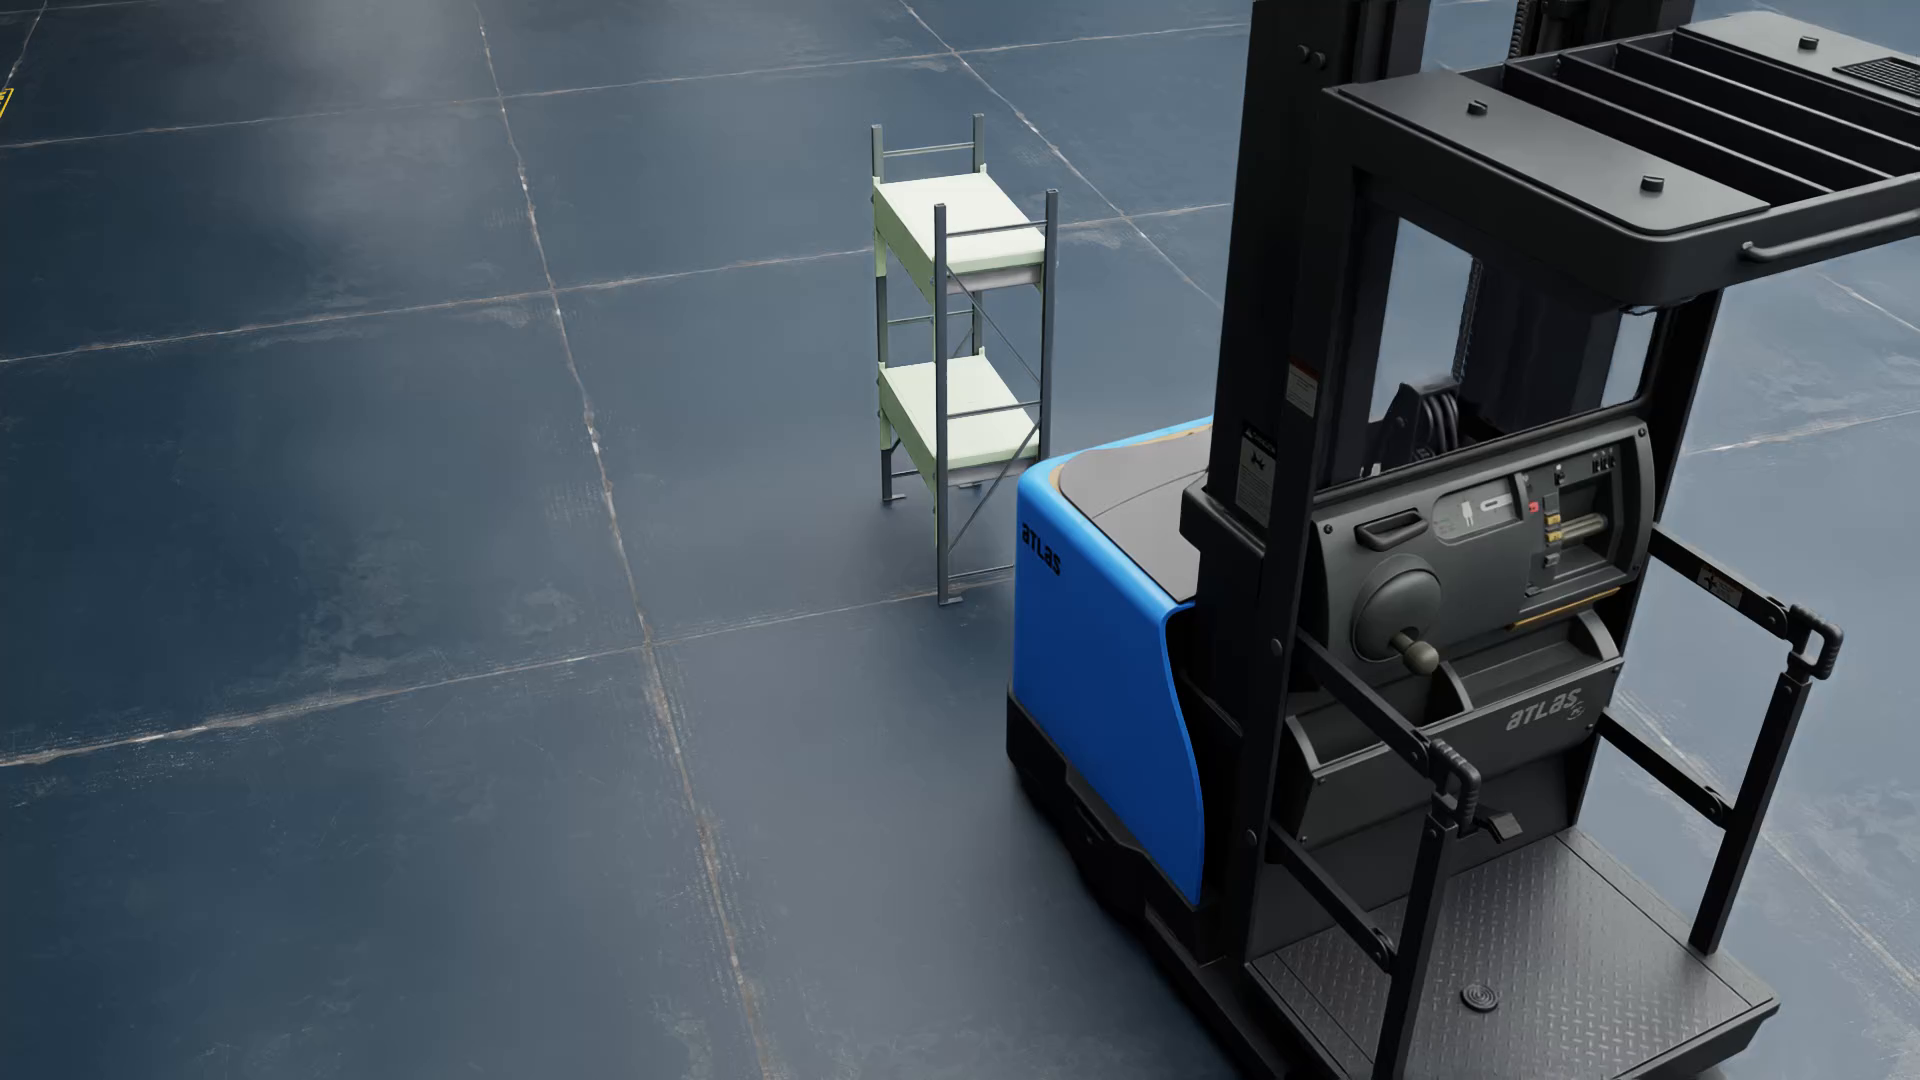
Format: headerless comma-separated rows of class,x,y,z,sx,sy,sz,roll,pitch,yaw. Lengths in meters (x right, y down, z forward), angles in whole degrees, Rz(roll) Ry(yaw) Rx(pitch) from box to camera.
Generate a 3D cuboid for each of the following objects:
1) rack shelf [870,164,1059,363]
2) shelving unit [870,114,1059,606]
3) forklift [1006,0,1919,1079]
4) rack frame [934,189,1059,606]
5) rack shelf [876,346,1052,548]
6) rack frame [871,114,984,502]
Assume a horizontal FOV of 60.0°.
rack shelf,0.002,-0.948,5.616,0.431,0.370,0.720,-10,35,-15
shelving unit,0.002,-0.622,5.831,0.431,1.500,0.755,-10,35,-15
forklift,1.261,0.071,3.484,1.130,2.935,3.031,-16,37,-22
rack frame,0.114,-0.430,5.540,0.400,1.500,0.023,-10,35,-15
rack shelf,0.002,-0.350,6.011,0.431,0.370,0.720,-10,35,-15
rack frame,-0.110,-0.814,6.122,0.400,1.500,0.023,-10,35,-15
